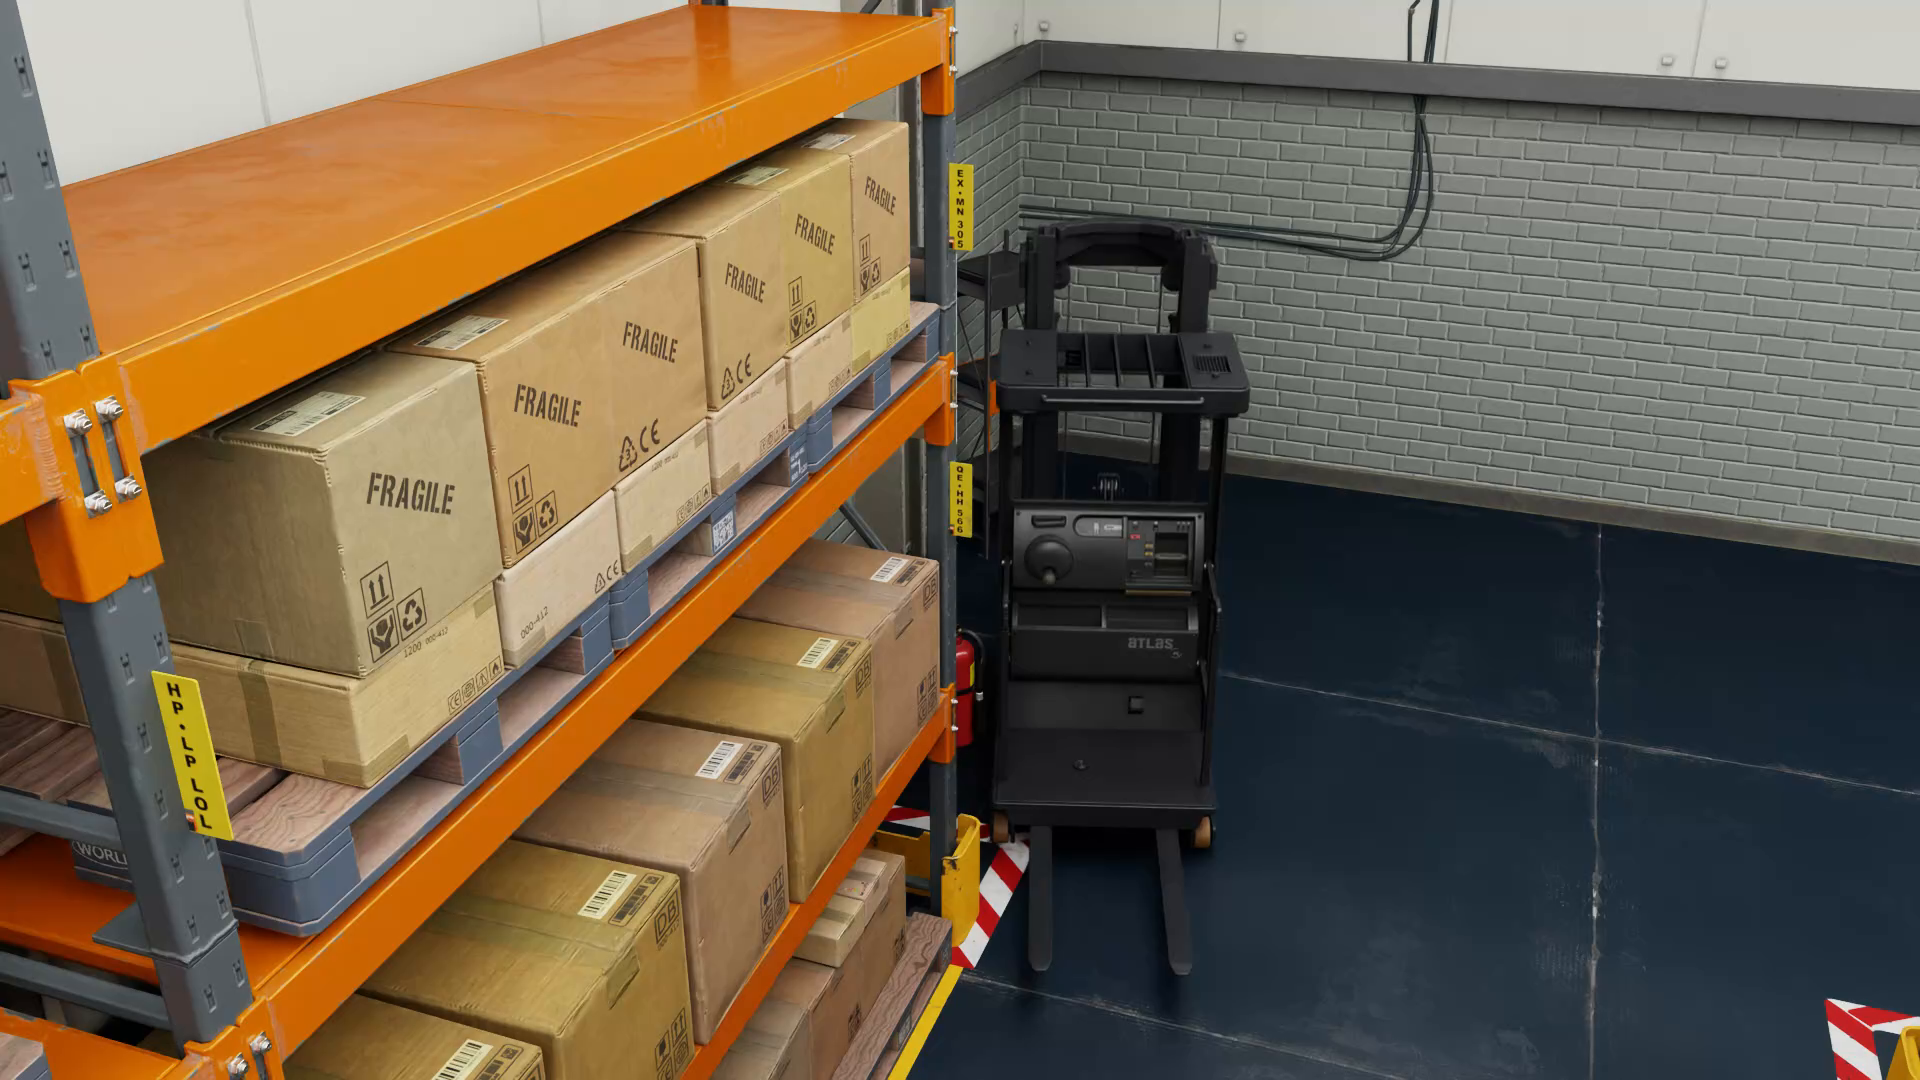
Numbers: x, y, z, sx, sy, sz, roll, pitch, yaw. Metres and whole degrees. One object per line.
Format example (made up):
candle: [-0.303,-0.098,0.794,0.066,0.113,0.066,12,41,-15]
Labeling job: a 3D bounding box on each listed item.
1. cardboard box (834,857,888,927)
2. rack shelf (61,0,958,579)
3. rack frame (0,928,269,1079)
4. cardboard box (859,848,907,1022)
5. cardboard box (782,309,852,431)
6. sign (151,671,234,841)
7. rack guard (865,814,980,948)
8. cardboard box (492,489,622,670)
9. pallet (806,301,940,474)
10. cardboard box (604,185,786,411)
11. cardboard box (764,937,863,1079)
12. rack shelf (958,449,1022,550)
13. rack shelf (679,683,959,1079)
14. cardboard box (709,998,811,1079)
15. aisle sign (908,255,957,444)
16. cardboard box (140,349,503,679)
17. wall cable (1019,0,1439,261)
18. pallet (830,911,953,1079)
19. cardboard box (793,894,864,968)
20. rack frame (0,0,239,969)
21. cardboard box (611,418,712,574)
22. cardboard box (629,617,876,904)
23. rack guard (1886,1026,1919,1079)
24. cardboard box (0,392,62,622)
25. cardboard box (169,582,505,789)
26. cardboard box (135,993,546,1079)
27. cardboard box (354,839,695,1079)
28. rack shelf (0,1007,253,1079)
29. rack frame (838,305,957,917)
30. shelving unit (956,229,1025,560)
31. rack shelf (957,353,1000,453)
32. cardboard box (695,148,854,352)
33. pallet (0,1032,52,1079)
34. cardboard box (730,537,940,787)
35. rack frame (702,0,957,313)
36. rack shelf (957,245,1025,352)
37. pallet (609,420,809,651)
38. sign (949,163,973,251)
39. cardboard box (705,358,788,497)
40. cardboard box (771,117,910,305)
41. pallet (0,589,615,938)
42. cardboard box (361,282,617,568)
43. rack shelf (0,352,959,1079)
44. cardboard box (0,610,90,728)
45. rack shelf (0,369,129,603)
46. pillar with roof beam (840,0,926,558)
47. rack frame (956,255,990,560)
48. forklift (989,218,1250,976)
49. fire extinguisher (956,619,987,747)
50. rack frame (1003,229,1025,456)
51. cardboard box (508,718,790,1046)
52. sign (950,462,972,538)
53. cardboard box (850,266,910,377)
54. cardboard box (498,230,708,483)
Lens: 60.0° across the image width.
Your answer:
cardboard box: [-0.516,1.406,6.771,0.380,0.149,0.250,8,27,17]
rack shelf: [-1.172,-0.994,4.486,1.077,0.370,4.000,9,27,17]
rack frame: [-1.837,2.024,3.851,1.000,3.000,0.127,9,27,17]
cardboard box: [-0.645,1.618,7.076,0.700,0.500,0.500,9,27,17]
cardboard box: [-0.672,-0.583,5.369,0.500,0.250,0.500,8,27,15]
sign: [-1.322,0.374,2.862,0.100,0.325,0.005,9,27,17]
rack guard: [-0.498,1.495,7.812,1.175,0.500,0.348,9,27,17]
cardboard box: [-1.176,0.054,4.053,0.500,0.250,0.500,8,27,16]
pallet: [-0.743,-0.624,5.979,1.003,0.211,1.213,9,27,17]
cardboard box: [-0.835,-0.714,4.779,0.500,0.500,0.500,8,27,15]
cardboard box: [-0.811,1.824,6.651,0.700,0.500,0.500,9,27,17]
rack shelf: [0.237,-0.304,11.330,0.480,0.518,0.431,-21,33,-36]
rack shelf: [-1.172,1.526,5.706,1.077,0.370,4.000,9,27,17]
cardboard box: [-0.978,2.031,6.224,0.700,0.500,0.500,8,27,16]
aisle sign: [-0.199,-0.776,6.651,0.394,0.787,0.004,9,27,17]
cardboard box: [-1.335,-0.083,3.475,0.500,0.500,0.500,8,27,17]
wall cable: [1.713,-3.195,11.309,3.097,2.526,0.112,9,27,17]
pallet: [-0.698,1.975,7.152,1.003,0.211,1.213,9,27,17]
cardboard box: [-0.600,1.511,6.554,0.380,0.149,0.250,9,27,19]
rack frame: [-1.837,-0.676,2.544,1.000,3.000,0.127,9,27,17]
cardboard box: [-1.012,-0.158,4.491,0.500,0.250,0.500,8,27,16]
cardboard box: [-0.898,0.757,6.124,0.980,0.700,0.700,9,27,17]
rack guard: [4.141,2.253,6.246,1.175,0.500,0.348,9,27,17]
cardboard box: [-1.825,-0.151,3.616,0.500,0.500,0.500,9,27,17]
cardboard box: [-1.359,0.262,3.625,0.500,0.250,0.500,9,27,17]
cardboard box: [-1.641,1.668,4.242,0.980,0.700,0.700,9,27,18]
cardboard box: [-1.393,1.369,4.860,0.980,0.700,0.700,8,27,16]
rack shelf: [-2.503,1.819,1.657,1.077,0.370,4.000,9,27,17]
rack frame: [-0.506,0.380,7.246,1.000,3.000,0.127,9,27,17]
shelving unit: [0.237,-0.946,11.019,0.503,2.100,0.431,-21,33,-36]
rack shelf: [0.237,-0.934,11.025,0.480,0.518,0.431,-21,33,-36]
cardboard box: [-0.669,-0.930,5.224,0.500,0.500,0.500,10,27,19]
pallet: [-2.096,1.144,2.447,0.805,0.209,1.217,8,27,15]
cardboard box: [-0.666,0.456,6.745,0.980,0.700,0.700,10,28,20]
rack frame: [-0.506,-2.320,5.939,1.000,3.000,0.127,9,27,17]
rack shelf: [0.237,-1.564,10.720,0.480,0.518,0.431,-21,33,-36]
pallet: [-1.147,-0.121,4.940,1.003,0.211,1.213,9,27,17]
sign: [0.001,-1.248,6.243,0.100,0.325,0.005,9,27,17]
cardboard box: [-0.840,-0.368,4.926,0.500,0.250,0.500,8,27,16]
cardboard box: [-0.492,-1.134,5.646,0.500,0.500,0.500,9,27,17]
pallet: [-1.555,0.379,3.908,1.003,0.211,1.213,9,27,17]
cardboard box: [-1.170,-0.295,3.913,0.500,0.500,0.500,8,27,16]
rack shelf: [-1.172,0.176,5.052,1.077,0.370,4.000,9,27,17]
cardboard box: [-1.831,0.192,3.768,0.500,0.250,0.500,9,27,18]
rack shelf: [-2.503,0.649,1.091,1.077,0.370,4.000,9,27,17]
pillar with roof beam: [3.636,-2.931,7.200,9.100,9.000,0.400,9,27,17]
rack frame: [0.052,-0.877,10.875,0.015,2.100,0.400,-21,33,-36]
forklift: [0.718,0.076,7.952,1.130,2.935,3.031,1,26,2]
fire extinguisher: [-0.021,0.588,7.334,0.296,0.674,0.183,9,27,17]
rack frame: [0.422,-1.016,11.162,0.015,2.100,0.400,-21,33,-36]
cardboard box: [-1.160,1.069,5.480,0.980,0.700,0.700,7,27,15]
sign: [0.001,-0.163,6.768,0.100,0.325,0.005,9,27,17]
cardboard box: [-0.499,-0.797,5.811,0.500,0.250,0.500,10,27,19]
cardboard box: [-1.011,-0.498,4.334,0.500,0.500,0.500,9,27,18]
